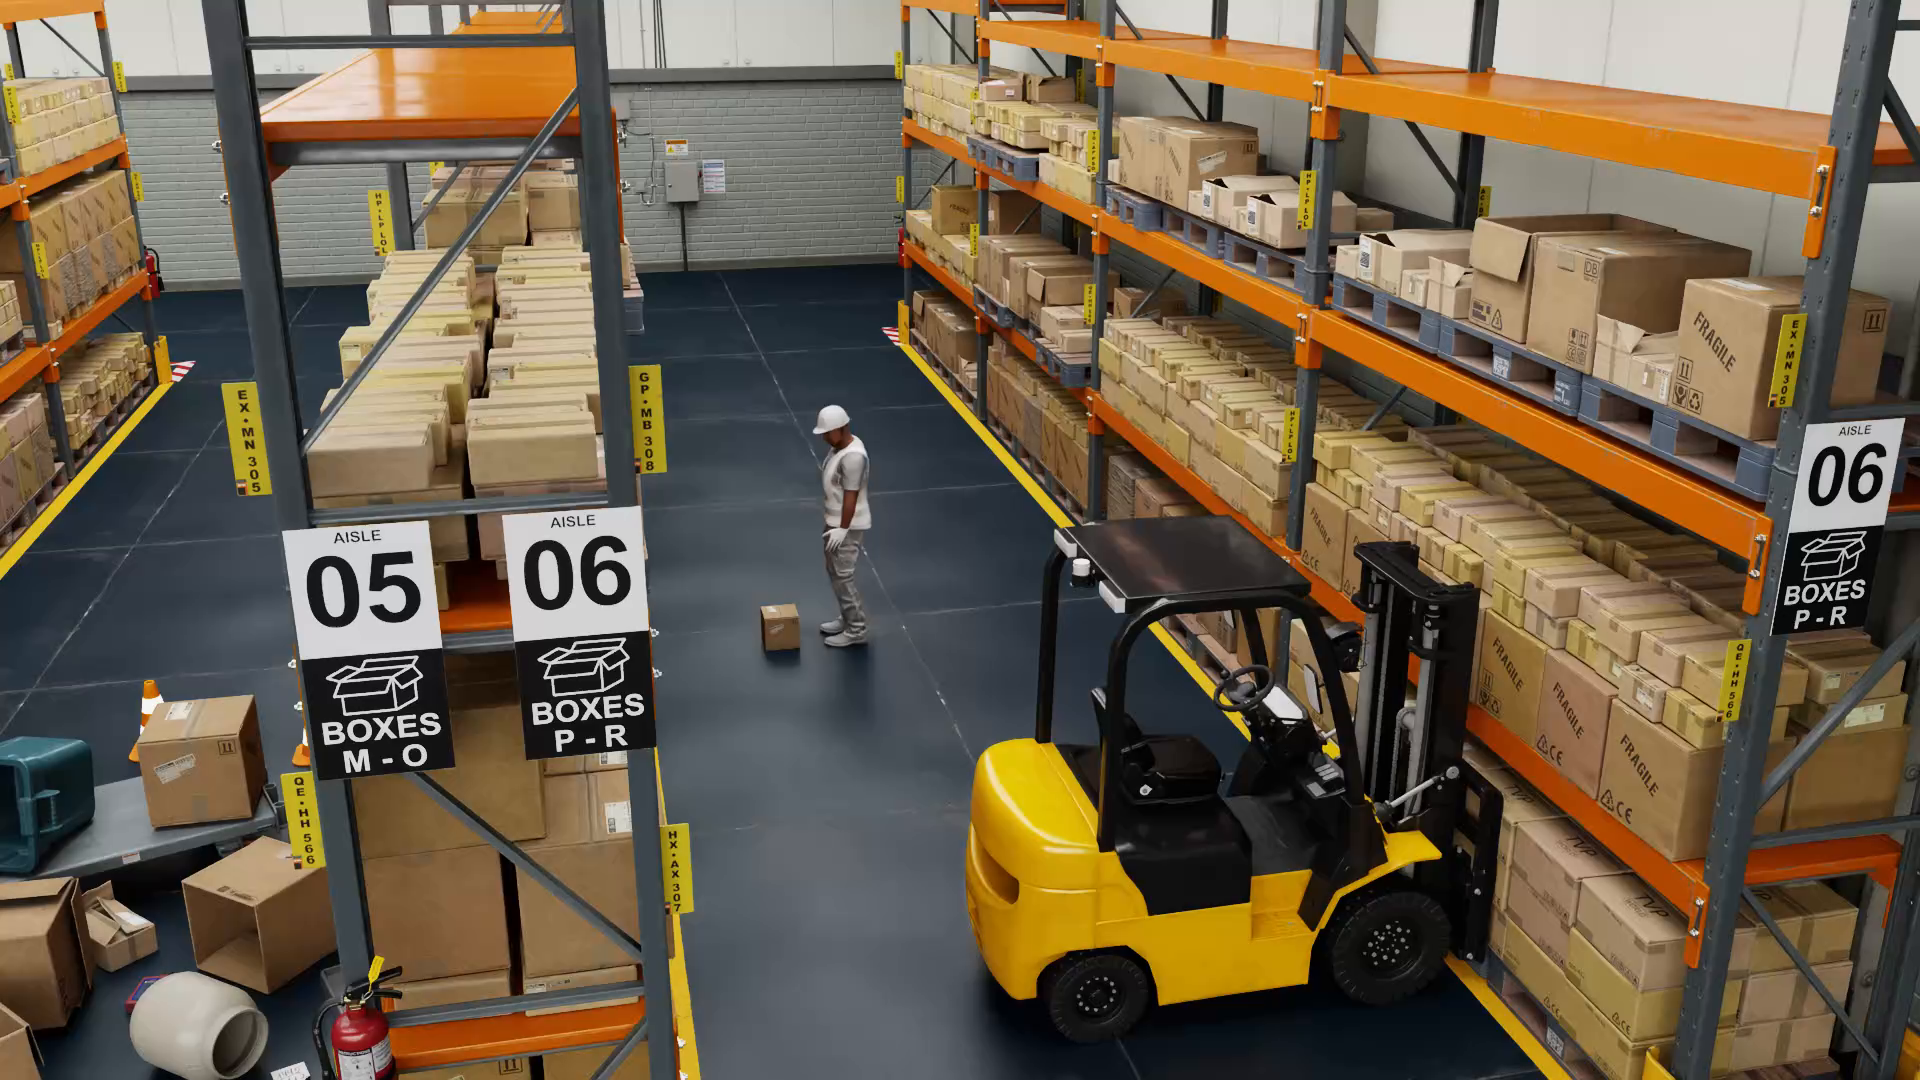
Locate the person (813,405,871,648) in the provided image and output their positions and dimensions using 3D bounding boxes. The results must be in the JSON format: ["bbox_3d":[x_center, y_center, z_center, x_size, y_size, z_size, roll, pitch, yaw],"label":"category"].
[{"bbox_3d":[-0.836,-0.111,11.883,0.389,1.763,0.557,-4,20,-11],"label":"person"}]
